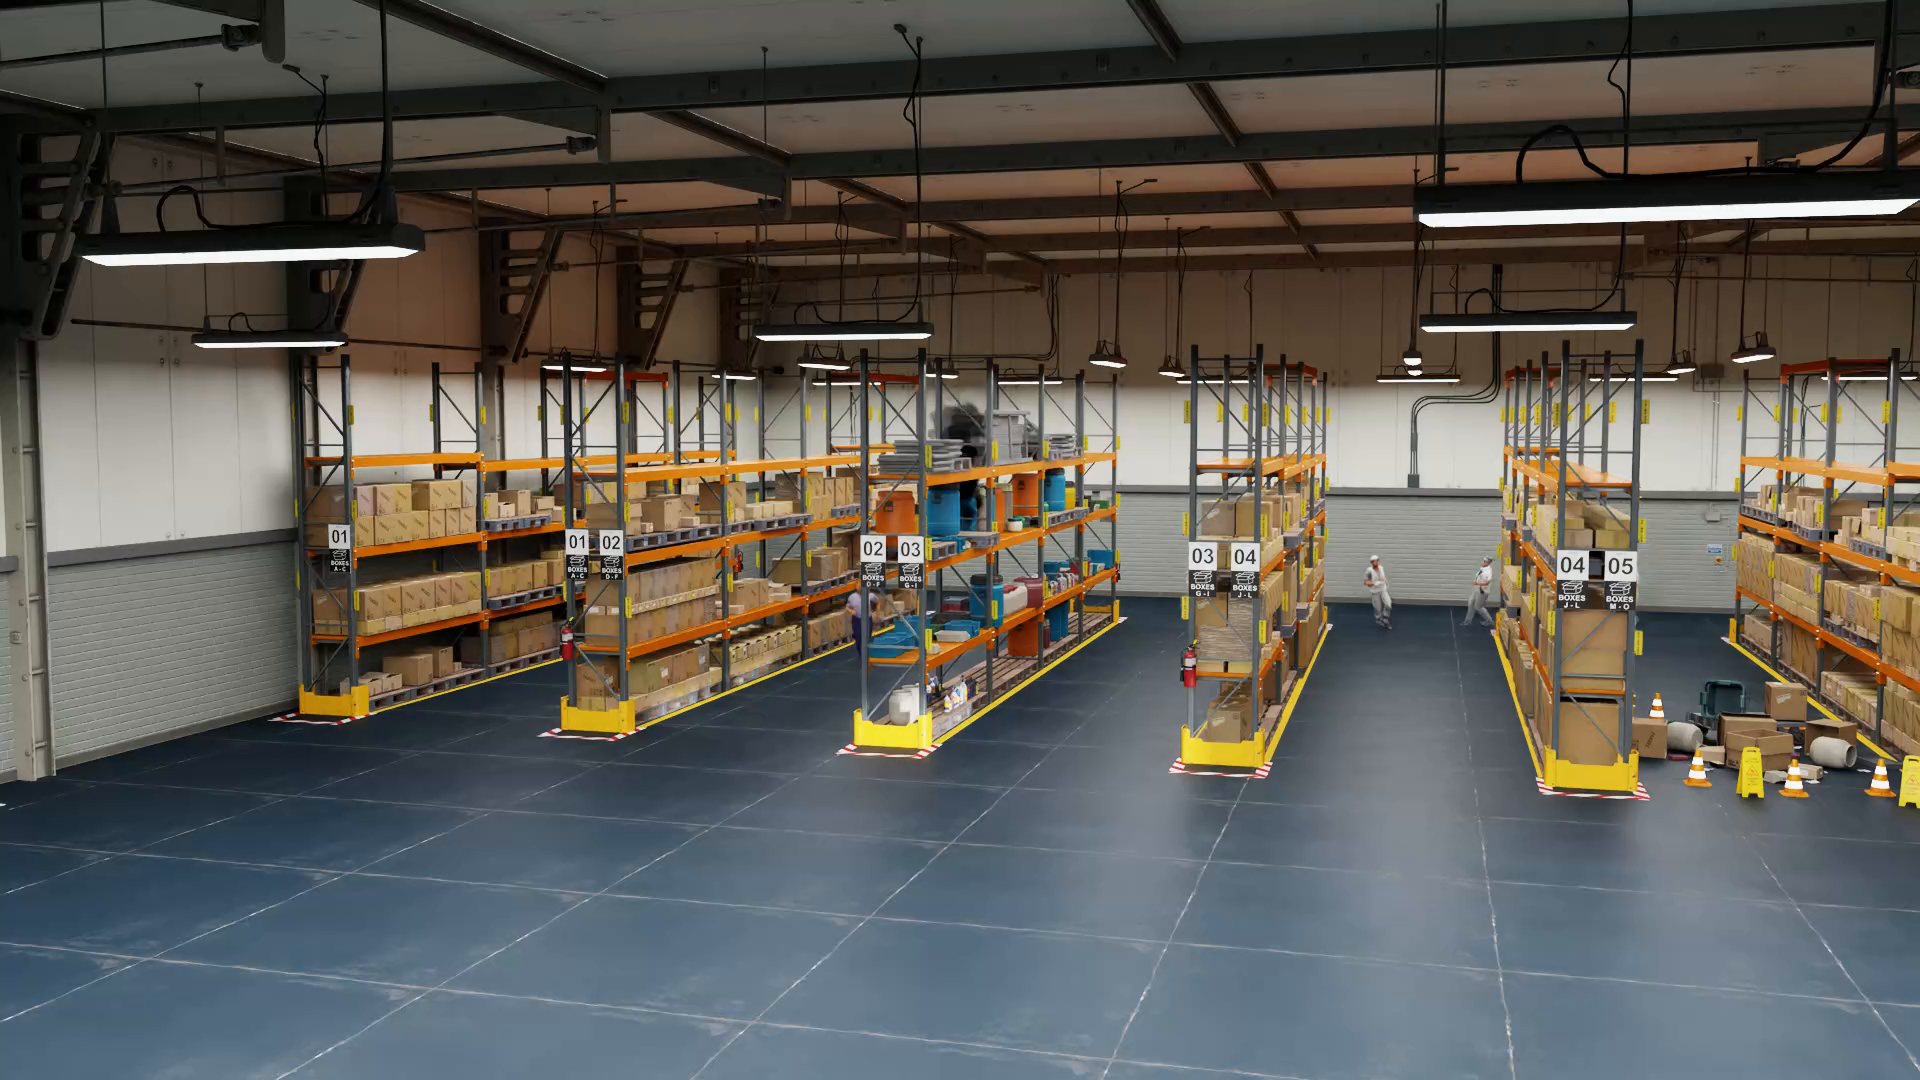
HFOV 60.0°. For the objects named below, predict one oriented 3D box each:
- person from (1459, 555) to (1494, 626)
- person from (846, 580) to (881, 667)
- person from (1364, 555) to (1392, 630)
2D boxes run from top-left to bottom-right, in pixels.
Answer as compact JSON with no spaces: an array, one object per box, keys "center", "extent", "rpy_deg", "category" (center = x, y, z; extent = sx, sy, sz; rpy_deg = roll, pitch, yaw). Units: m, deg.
[{"center":[12.216,1.212,39.194],"extent":[0.764,1.752,0.796],"rpy_deg":[1,4,11],"category":"person"},{"center":[-1.814,1.623,30.832],"extent":[0.613,1.773,0.692],"rpy_deg":[1,4,12],"category":"person"},{"center":[9.719,1.235,38.756],"extent":[0.718,1.778,0.664],"rpy_deg":[-1,4,-11],"category":"person"}]
